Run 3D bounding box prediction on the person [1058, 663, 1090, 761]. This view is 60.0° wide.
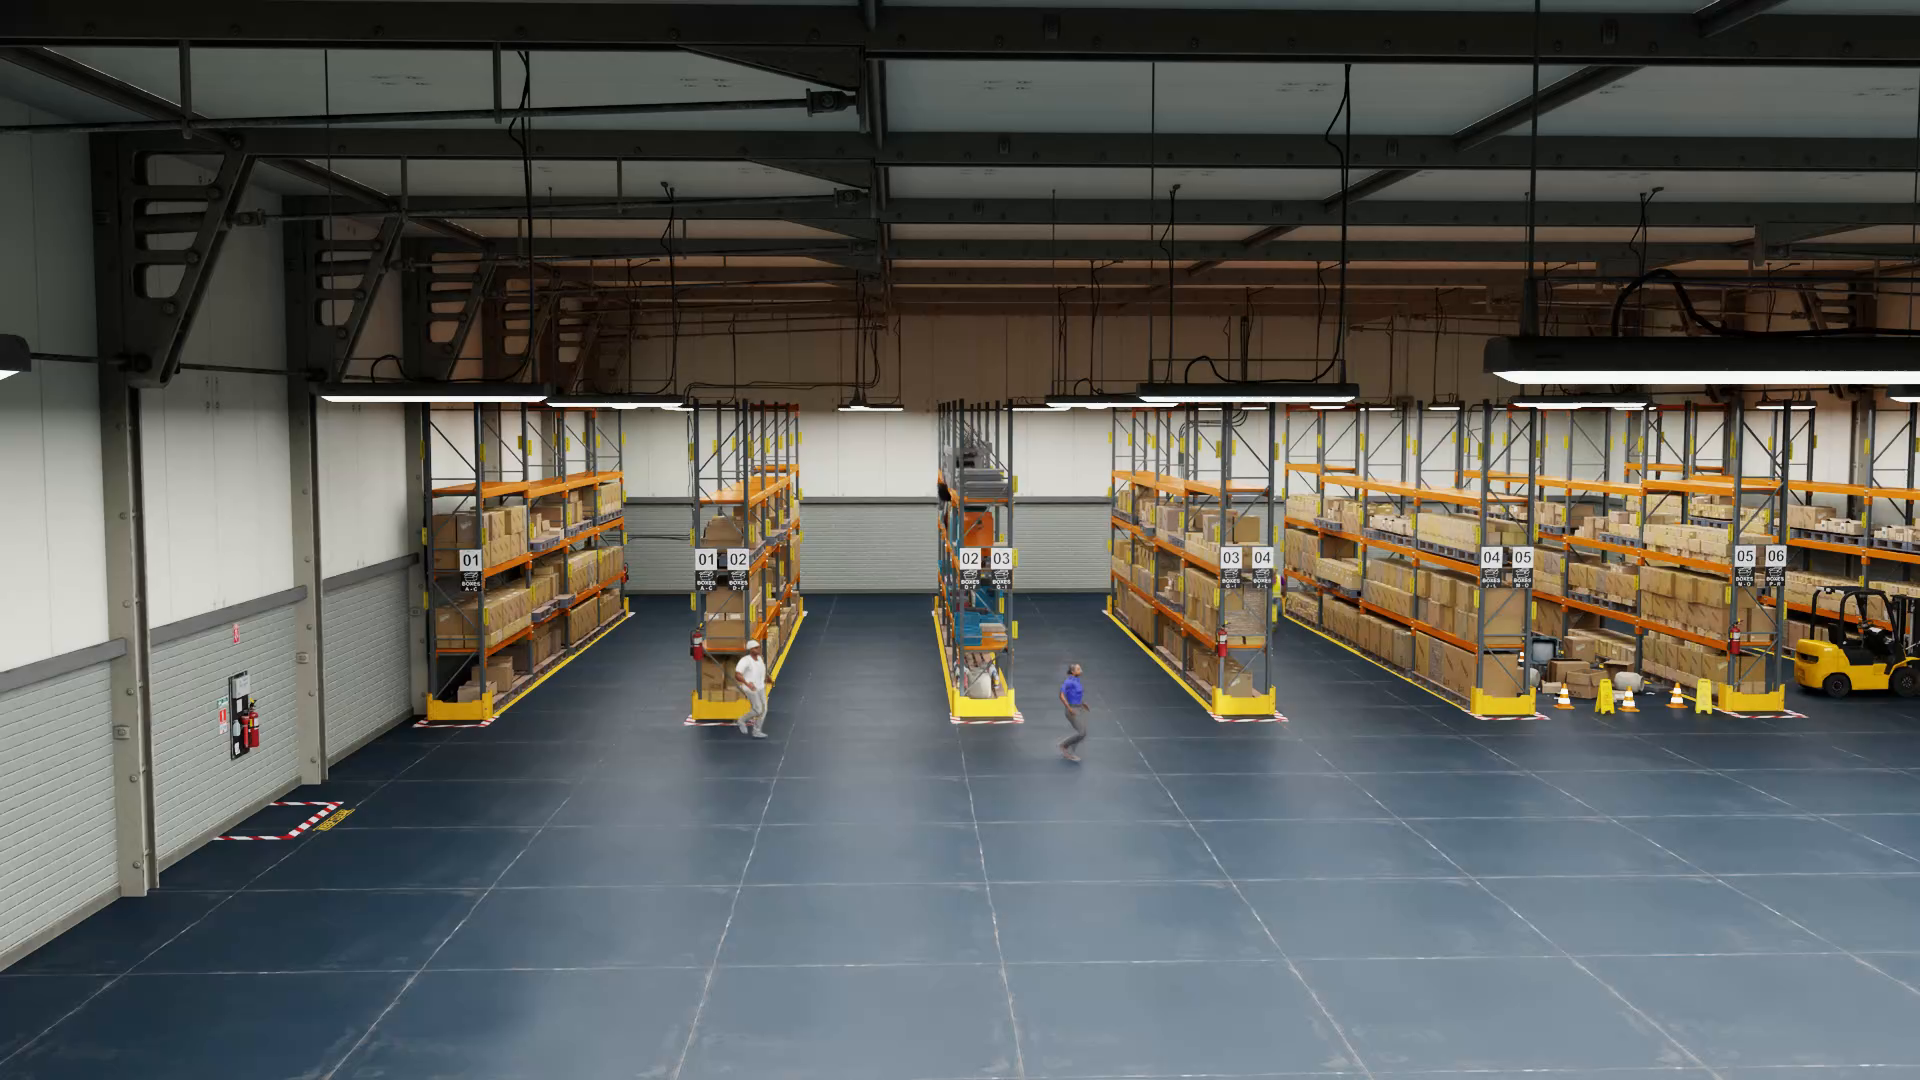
[{"bbox_3d":[1.882,2.836,27.430,0.493,1.621,0.580,2,5,21],"label":"person"}]

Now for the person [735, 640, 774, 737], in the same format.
[{"bbox_3d":[-3.661,2.629,29.404,0.598,1.728,0.731,3,5,30],"label":"person"}]

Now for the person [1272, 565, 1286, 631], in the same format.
[{"bbox_3d":[8.282,1.532,43.927,0.758,1.726,0.573,-1,4,-7],"label":"person"}]

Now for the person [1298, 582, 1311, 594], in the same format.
[{"bbox_3d":[10.204,1.185,48.958,0.637,1.649,0.588,0,4,3],"label":"person"}]
